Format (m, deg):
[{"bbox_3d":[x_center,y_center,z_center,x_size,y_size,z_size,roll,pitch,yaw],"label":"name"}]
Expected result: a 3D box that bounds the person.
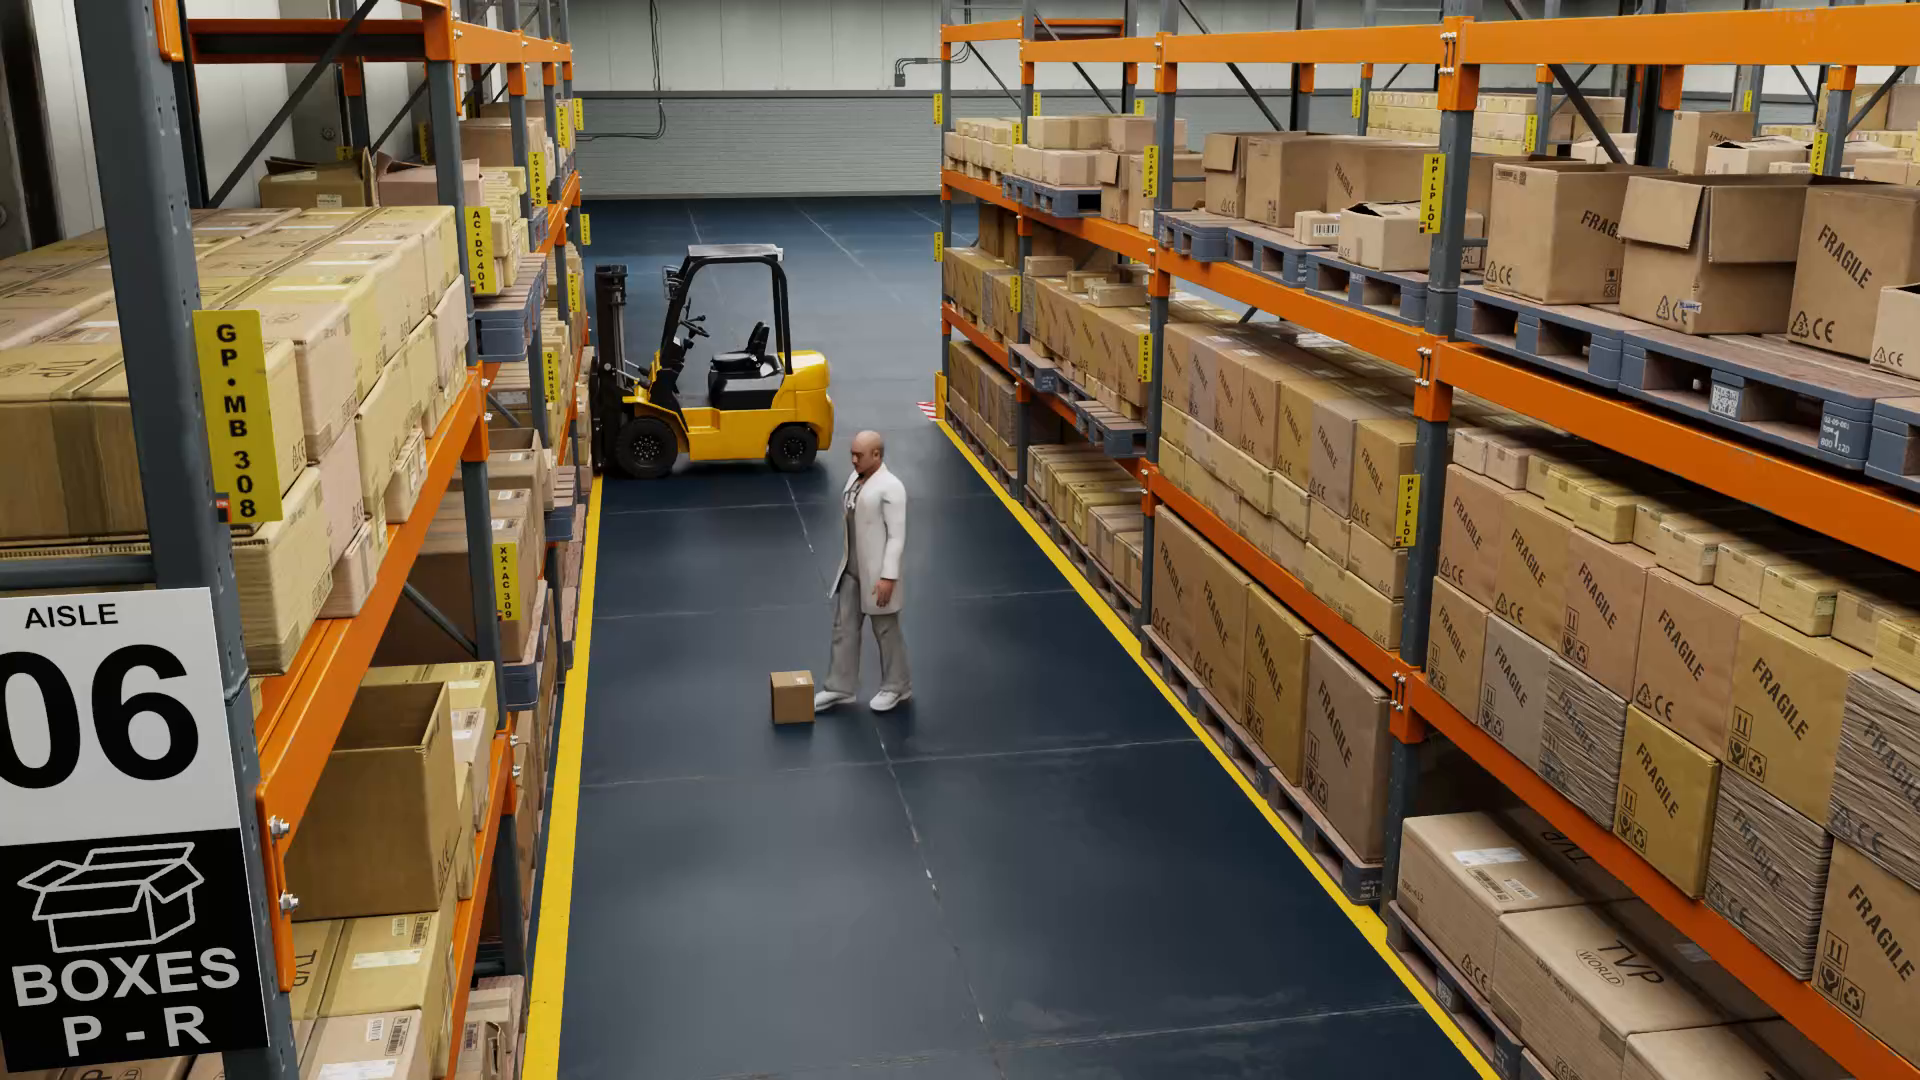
[{"bbox_3d":[-0.618,0.265,10.312,0.702,1.657,0.624,-12,20,-36],"label":"person"}]
